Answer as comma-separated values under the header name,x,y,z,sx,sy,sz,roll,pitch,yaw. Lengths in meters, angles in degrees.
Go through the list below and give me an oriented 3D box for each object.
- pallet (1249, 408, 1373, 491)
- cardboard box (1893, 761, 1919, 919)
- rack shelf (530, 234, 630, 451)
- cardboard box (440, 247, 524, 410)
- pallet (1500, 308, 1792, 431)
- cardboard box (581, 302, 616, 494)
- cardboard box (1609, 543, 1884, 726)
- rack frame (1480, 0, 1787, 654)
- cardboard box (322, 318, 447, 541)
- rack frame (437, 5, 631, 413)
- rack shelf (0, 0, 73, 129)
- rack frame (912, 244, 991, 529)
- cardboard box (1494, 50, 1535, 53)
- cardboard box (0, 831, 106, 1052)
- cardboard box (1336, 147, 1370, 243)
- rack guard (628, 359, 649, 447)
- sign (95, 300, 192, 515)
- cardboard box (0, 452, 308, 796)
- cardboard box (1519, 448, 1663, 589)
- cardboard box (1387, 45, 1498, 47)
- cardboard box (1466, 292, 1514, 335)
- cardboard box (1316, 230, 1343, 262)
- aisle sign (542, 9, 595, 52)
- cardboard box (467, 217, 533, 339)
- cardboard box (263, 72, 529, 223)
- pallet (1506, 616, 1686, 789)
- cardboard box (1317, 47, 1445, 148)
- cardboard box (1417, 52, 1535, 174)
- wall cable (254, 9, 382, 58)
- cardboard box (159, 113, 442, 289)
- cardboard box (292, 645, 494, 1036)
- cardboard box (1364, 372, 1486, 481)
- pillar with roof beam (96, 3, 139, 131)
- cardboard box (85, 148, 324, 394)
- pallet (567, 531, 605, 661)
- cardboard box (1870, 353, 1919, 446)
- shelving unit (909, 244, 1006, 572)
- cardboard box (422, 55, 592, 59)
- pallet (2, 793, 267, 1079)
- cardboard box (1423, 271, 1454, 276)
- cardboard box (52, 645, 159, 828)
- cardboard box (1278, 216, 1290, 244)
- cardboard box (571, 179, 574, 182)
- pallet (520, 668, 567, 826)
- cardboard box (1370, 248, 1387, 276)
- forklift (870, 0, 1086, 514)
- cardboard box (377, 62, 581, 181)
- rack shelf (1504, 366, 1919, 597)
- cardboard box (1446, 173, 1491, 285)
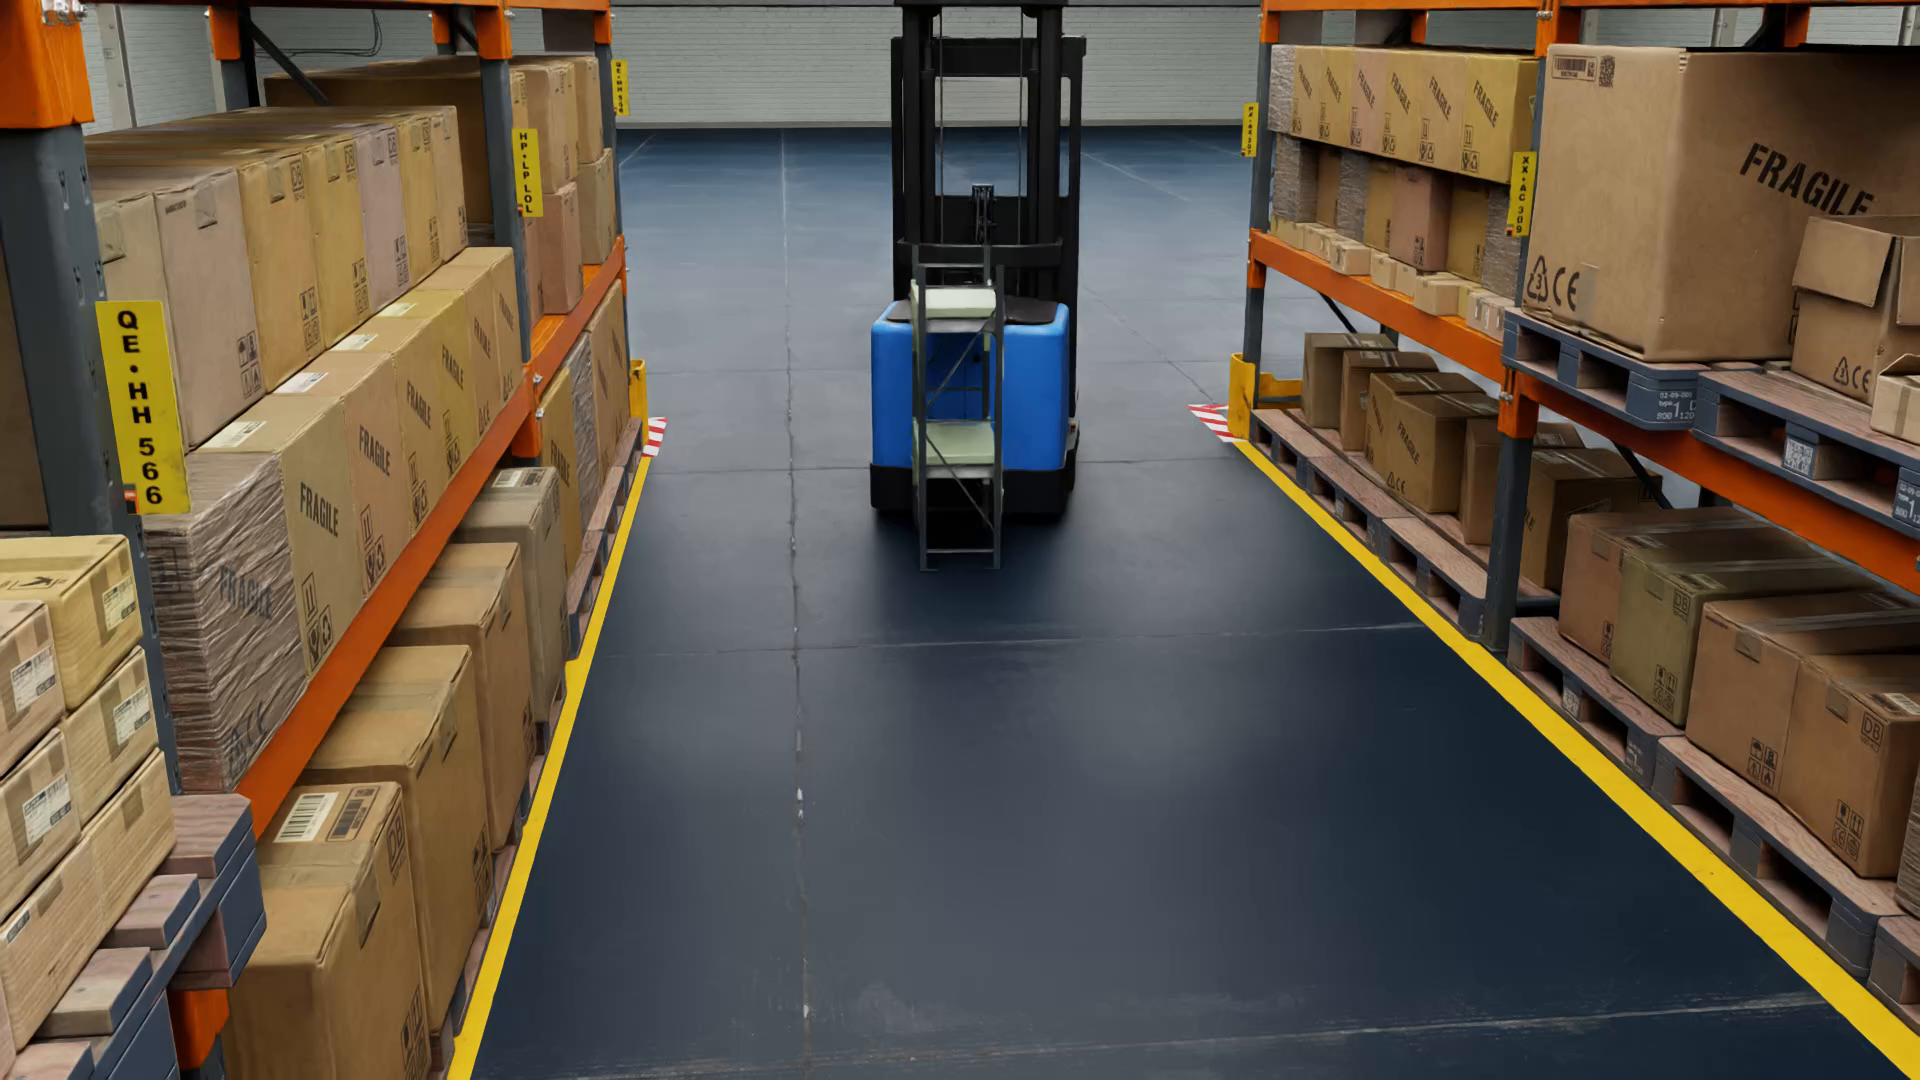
name,x,y,z,sx,sy,sz,roll,pitch,yaw
pallet,2.411,-0.572,10.146,1.003,0.211,1.213,-2,18,-6
cardboard box,3.020,0.834,4.450,0.700,0.500,0.500,-3,18,-10
rack shelf,-2.383,-1.106,8.392,1.077,0.370,4.000,-2,18,-6
cardboard box,-1.857,-0.754,5.903,0.500,0.500,0.500,-2,18,-6
pallet,2.701,-0.652,6.068,1.003,0.211,1.213,-2,18,-6
cardboard box,-2.361,-0.769,8.966,0.875,0.875,0.875,-2,18,-7
cardboard box,2.839,0.333,6.048,0.700,0.500,0.500,-2,18,-6
rack frame,2.767,-0.976,6.779,1.000,3.000,0.127,-2,18,-6
cardboard box,-1.698,-0.301,4.462,0.500,0.500,0.500,-2,18,-6
rack frame,-2.590,-2.045,10.182,1.000,3.000,0.127,-2,18,-6
rack shelf,-1.558,-0.153,0.351,1.077,0.370,4.000,-2,18,-6
rack frame,-0.048,-0.783,8.664,0.400,1.500,0.023,-1,17,-4
cardboard box,2.869,-2.083,7.970,0.500,0.500,0.500,-2,18,-6
cardboard box,-1.233,0.465,1.906,0.380,0.149,0.250,-2,18,-6
cardboard box,2.563,-1.897,9.049,0.875,0.500,0.500,-2,18,-6
rack guard,-2.592,-0.859,10.580,1.175,0.500,0.348,-2,18,-6
sign,-1.226,-0.196,2.491,0.100,0.325,0.005,-2,18,-6
cardboard box,-1.542,0.149,3.028,0.500,0.500,0.500,-2,17,-5
cardboard box,2.765,-0.104,7.474,0.500,0.500,0.500,-2,18,-7
cardboard box,2.714,-2.530,9.394,0.500,0.500,0.500,-2,18,-6
cardboard box,2.436,-0.986,7.229,0.380,0.149,0.250,-2,18,-6
cardboard box,2.229,-1.657,9.367,0.380,0.149,0.250,-2,18,-6
aisle sign,-2.299,-3.315,9.890,0.394,0.787,0.004,-2,18,-6
cardboard box,-2.227,-1.034,6.713,0.875,0.550,0.550,-2,18,-6
cardboard box,-2.181,-1.551,6.556,0.875,0.550,0.550,-2,18,-6
pallet,2.849,0.586,6.458,1.003,0.211,1.213,-2,18,-6
cardboard box,2.237,-2.364,8.867,0.500,0.500,0.500,-2,18,-6
cardboard box,2.394,-1.917,7.444,0.500,0.500,0.500,-2,18,-6
wall cable,-15.347,-12.709,39.320,3.097,2.526,0.112,-2,18,-6
cardboard box,-2.065,-1.077,5.263,0.700,0.500,0.500,-2,18,-7
cardboard box,-1.831,0.767,4.281,1.050,0.750,0.750,-2,17,-5
cardboard box,2.543,-0.625,9.132,0.500,0.500,0.500,0,17,0
pillar with roof beam,-11.458,-11.618,30.659,9.100,9.000,0.400,-2,18,-6
cardboard box,-1.910,-0.624,3.819,0.700,0.500,0.500,-2,18,-6
pallet,-2.178,0.248,7.533,1.003,0.211,1.213,-2,18,-6
cardboard box,2.739,-0.409,4.496,0.396,0.266,0.258,-2,18,-7
shelving unit,-0.023,-0.674,8.316,0.431,1.500,0.755,-1,17,-4
cardboard box,-2.590,-2.520,9.642,0.875,0.550,0.550,-2,18,-6
pallet,-1.585,0.639,1.953,1.213,0.211,1.003,-2,18,-6
cardboard box,2.439,-1.212,7.949,0.380,0.149,0.250,-2,18,-6
cardboard box,-1.261,0.249,2.097,0.380,0.149,0.250,-1,17,-5
cardboard box,2.153,-1.881,10.079,0.380,0.149,0.250,-2,18,-6
cardboard box,-2.495,-1.673,8.749,0.875,0.550,0.550,-2,18,-6
pallet,-2.023,0.705,6.079,1.003,0.211,1.213,-2,18,-6
cardboard box,2.363,-1.435,8.661,0.380,0.149,0.250,-2,18,-6
forklift,0.176,-1.931,9.933,1.130,2.935,3.031,2,18,5
cardboard box,-2.335,-2.034,8.094,0.875,0.550,0.500,-2,18,-6
rack shelf,2.973,-0.037,4.988,1.077,0.370,4.000,-2,18,-6
cardboard box,2.765,-1.452,7.630,0.875,0.500,0.500,-2,18,-6
